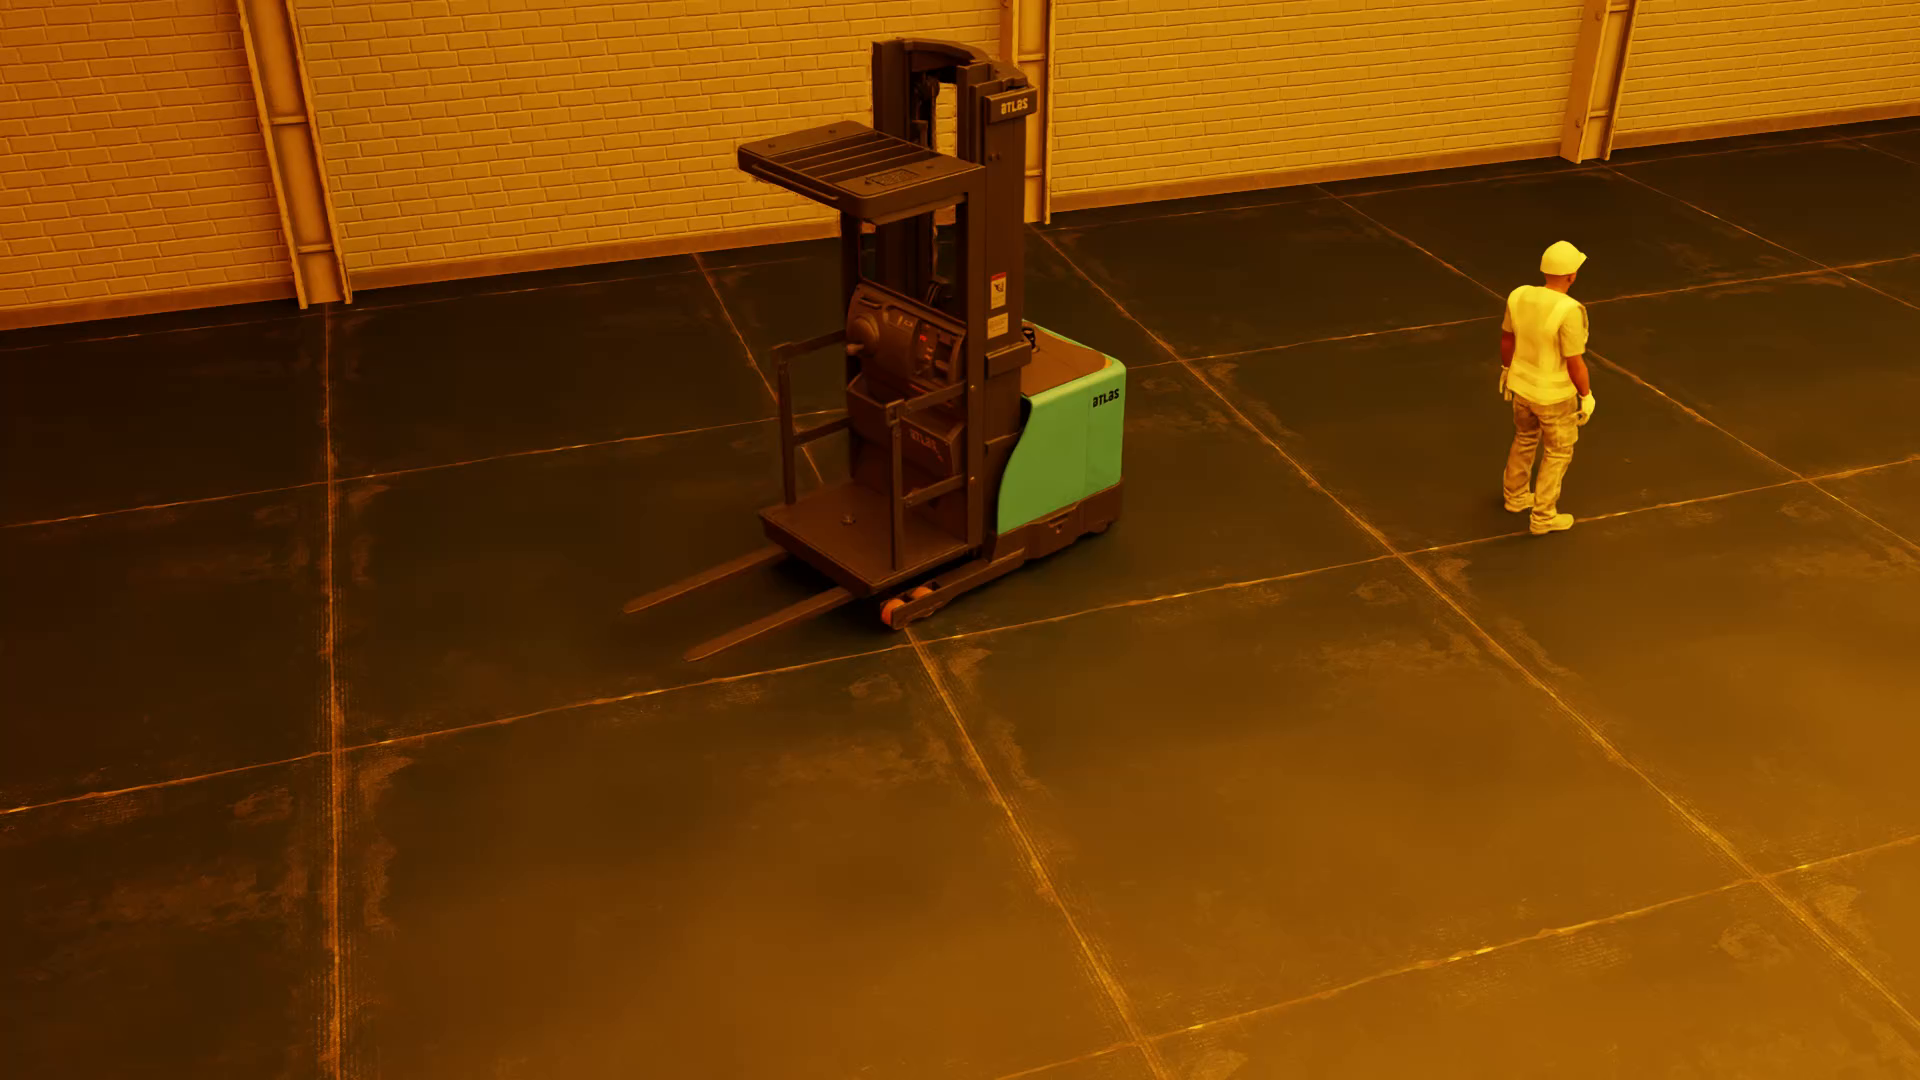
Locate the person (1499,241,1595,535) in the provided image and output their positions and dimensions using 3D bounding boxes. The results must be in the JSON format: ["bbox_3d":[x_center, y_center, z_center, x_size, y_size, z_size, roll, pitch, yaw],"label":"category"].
[{"bbox_3d":[3.492,-0.901,9.825,0.502,1.801,0.649,-14,33,-23],"label":"person"}]

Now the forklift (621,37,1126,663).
[{"bbox_3d":[-0.461,-1.072,8.951,3.031,2.935,1.130,-23,37,-34],"label":"forklift"}]
